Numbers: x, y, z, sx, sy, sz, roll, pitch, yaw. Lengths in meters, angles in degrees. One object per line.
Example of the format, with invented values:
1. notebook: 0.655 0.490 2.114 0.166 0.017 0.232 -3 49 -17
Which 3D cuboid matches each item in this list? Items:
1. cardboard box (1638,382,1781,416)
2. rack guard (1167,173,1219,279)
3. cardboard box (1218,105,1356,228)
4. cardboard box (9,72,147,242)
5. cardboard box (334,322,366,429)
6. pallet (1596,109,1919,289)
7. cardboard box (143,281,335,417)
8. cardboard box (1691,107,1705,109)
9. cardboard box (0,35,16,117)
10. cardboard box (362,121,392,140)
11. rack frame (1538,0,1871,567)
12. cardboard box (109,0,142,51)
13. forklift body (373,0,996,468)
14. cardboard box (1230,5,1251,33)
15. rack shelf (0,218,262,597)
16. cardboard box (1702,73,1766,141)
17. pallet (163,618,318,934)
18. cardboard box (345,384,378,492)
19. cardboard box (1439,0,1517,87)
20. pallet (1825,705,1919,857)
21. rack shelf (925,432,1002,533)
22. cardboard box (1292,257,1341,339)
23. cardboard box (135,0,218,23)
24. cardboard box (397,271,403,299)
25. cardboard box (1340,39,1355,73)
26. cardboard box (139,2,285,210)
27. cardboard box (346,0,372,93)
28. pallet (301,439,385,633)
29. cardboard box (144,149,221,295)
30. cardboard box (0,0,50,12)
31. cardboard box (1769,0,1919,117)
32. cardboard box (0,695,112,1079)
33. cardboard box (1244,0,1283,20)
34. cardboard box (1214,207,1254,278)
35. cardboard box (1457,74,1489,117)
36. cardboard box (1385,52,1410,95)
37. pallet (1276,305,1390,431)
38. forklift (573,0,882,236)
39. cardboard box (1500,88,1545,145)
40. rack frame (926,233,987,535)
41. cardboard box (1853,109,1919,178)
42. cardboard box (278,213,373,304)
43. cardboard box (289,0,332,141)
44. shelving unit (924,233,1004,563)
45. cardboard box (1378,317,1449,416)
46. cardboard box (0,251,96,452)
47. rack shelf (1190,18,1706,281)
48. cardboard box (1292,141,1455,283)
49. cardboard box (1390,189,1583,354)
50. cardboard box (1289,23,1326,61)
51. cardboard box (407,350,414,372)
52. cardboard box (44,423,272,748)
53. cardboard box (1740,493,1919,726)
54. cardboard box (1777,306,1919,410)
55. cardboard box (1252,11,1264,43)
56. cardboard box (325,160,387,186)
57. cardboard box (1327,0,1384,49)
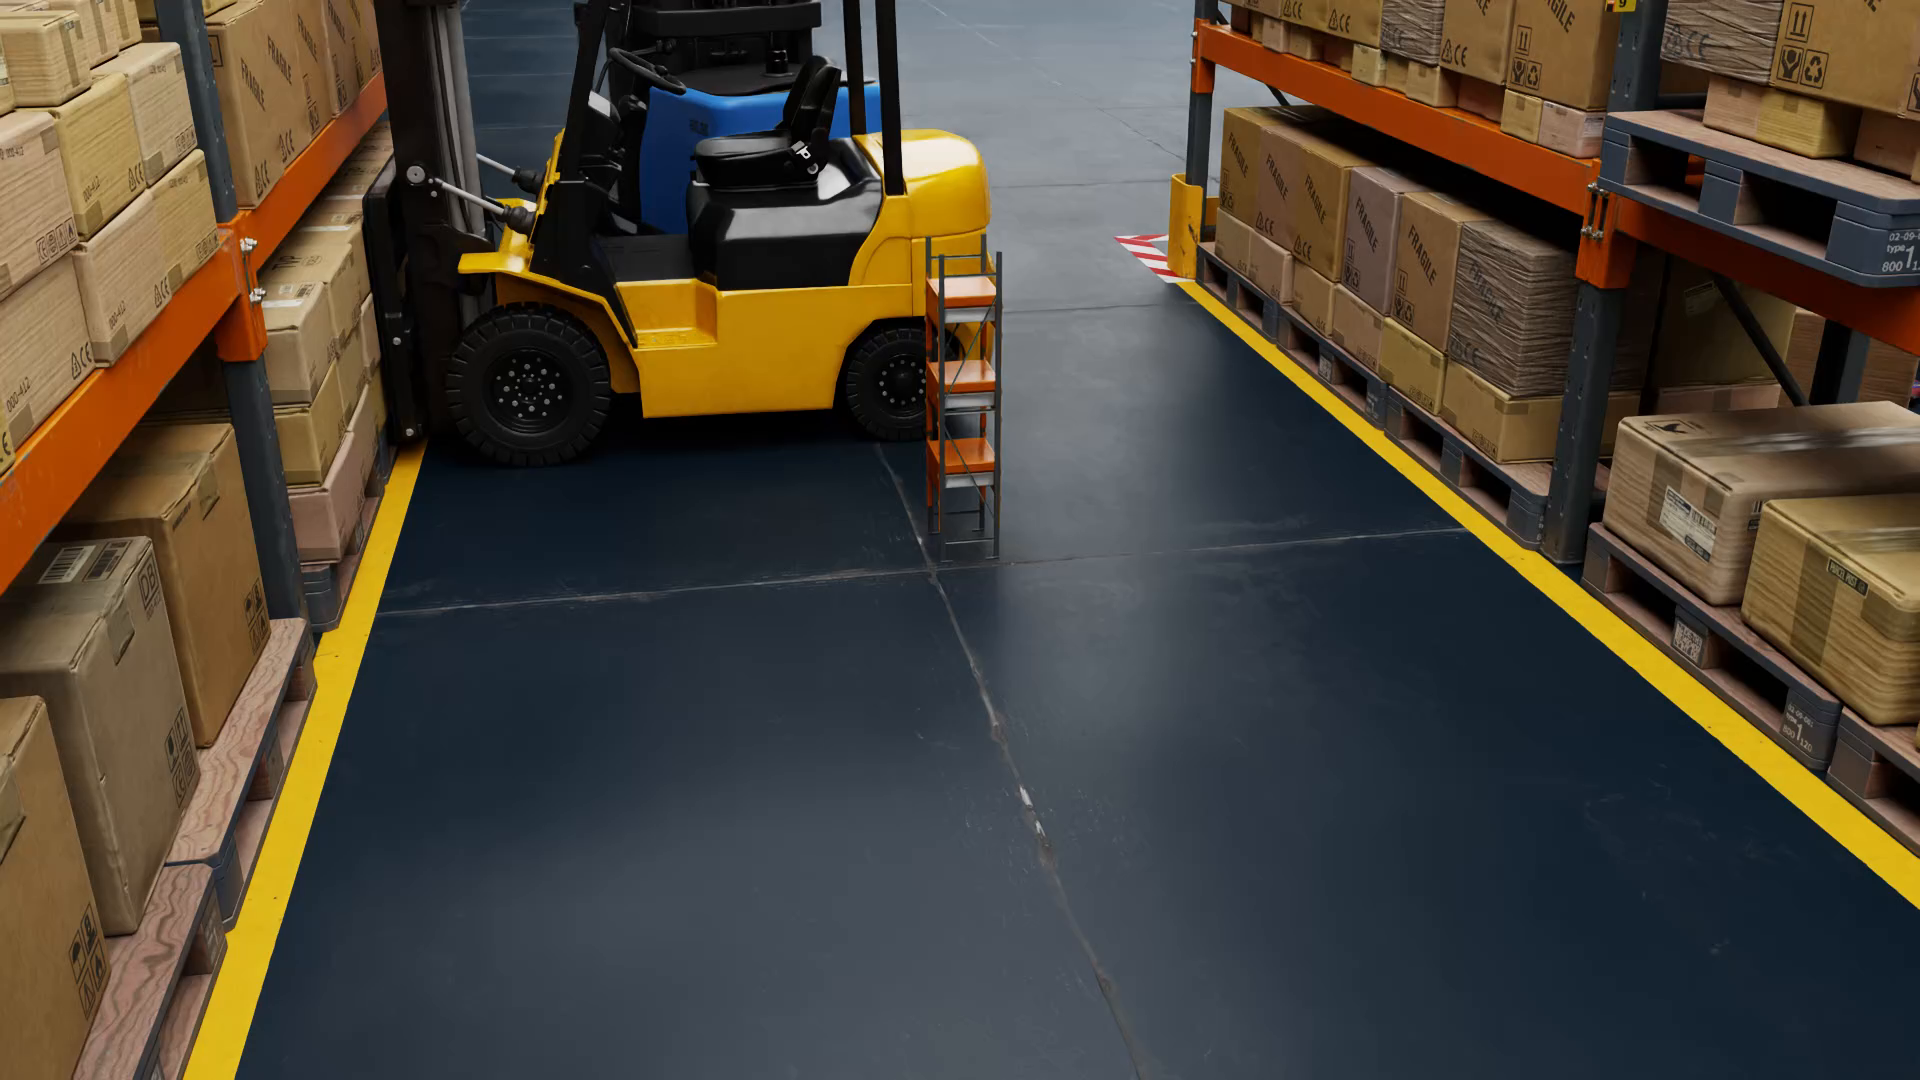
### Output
1. cardboard box: 2.626 -0.529 6.125 0.500 0.250 0.500 -5 24 -12
2. rack guard: 1.744 -1.743 9.116 1.175 0.500 0.348 -4 24 -10
3. cardboard box: 1.612 -1.847 8.206 0.500 0.500 0.500 -5 24 -12
4. cardboard box: -1.964 -0.760 3.306 0.500 0.250 0.500 -5 24 -11
5. cardboard box: -2.289 -0.549 5.545 0.500 0.250 0.500 -4 24 -10
6. pallet: 2.468 -0.946 4.407 1.003 0.211 1.213 -4 24 -10
7. cardboard box: -2.189 -0.580 4.992 0.500 0.250 0.500 -5 24 -11
8. cardboard box: 2.629 -1.473 5.689 0.380 0.149 0.250 -4 24 -8
9. cardboard box: -1.902 -0.800 2.898 0.380 0.149 0.250 -5 24 -11
10. cardboard box: -2.756 -1.782 7.744 0.500 0.250 0.500 -4 24 -8
11. rack frame: 2.470 -1.345 5.082 1.000 3.000 0.127 -4 24 -10
12. cardboard box: -2.126 -1.201 3.817 0.380 0.149 0.250 -3 24 -8
13. forklift body: -1.004 -1.550 6.611 2.313 2.155 1.214 -4 24 -10
14. cardboard box: 1.589 -2.654 8.393 0.380 0.149 0.250 -4 24 -10
15. rack shelf: -2.038 0.140 2.580 1.077 0.370 4.000 -4 24 -10
16. cardboard box: 2.261 -1.182 4.497 0.380 0.149 0.250 -4 24 -9
17. pallet: -2.233 0.589 4.138 1.003 0.211 1.213 -4 24 -10
18. cardboard box: -2.281 -0.322 5.650 0.500 0.250 0.500 -5 24 -11
19. cardboard box: 2.041 -1.885 5.823 0.500 0.500 0.500 -4 24 -8
20. pallet: 2.844 0.720 3.838 1.003 0.211 1.213 -4 24 -10
21. rack shelf: 0.010 -0.196 5.607 0.215 0.259 0.240 -4 24 -10
22. cardboard box: 1.808 -1.098 7.427 0.500 0.250 0.500 -3 24 -6
23. cardboard box: -2.208 -1.464 4.419 0.380 0.149 0.250 -5 24 -11
24. cardboard box: -2.463 -0.946 6.454 0.500 0.250 0.500 -4 24 -10
25. cardboard box: 1.829 -2.038 6.982 0.380 0.149 0.250 -5 24 -11
26. cardboard box: -2.233 -1.216 4.661 0.500 0.500 0.500 -5 24 -11
27. cardboard box: -2.616 -2.015 6.491 0.500 0.500 0.500 -5 24 -11
28. pallet: -2.514 -0.014 5.519 1.003 0.211 1.213 -4 24 -10
29. cardboard box: -2.058 -0.729 3.858 0.500 0.250 0.500 -4 24 -9
30. cardboard box: -2.067 -1.001 3.359 0.380 0.149 0.250 -4 24 -10
31. cardboard box: 2.368 -1.317 3.996 0.500 0.500 0.500 -4 24 -10
32. cardboard box: -2.023 0.725 2.784 0.875 0.625 0.625 -5 24 -12
33. cardboard box: 1.644 -2.690 7.665 0.500 0.500 0.500 -4 24 -8
34. cardboard box: 1.607 -1.513 8.377 0.500 0.250 0.500 -5 24 -10
35. cardboard box: 2.054 -1.639 6.068 0.380 0.149 0.250 -5 24 -10
36. cardboard box: 1.902 -1.836 6.520 0.380 0.149 0.250 -5 24 -11
37. pallet: 2.082 -0.810 7.340 1.003 0.211 1.213 -4 24 -10
38. forklift: -1.507 -3.027 9.018 1.130 2.935 3.031 -14 27 -29
39. cardboard box: 2.058 -1.431 5.593 0.380 0.149 0.250 -4 24 -9
40. rack frame: -0.013 -0.508 5.602 0.200 1.050 0.008 -4 24 -10
41. cardboard box: 2.426 -0.977 4.028 0.380 0.149 0.250 -3 24 -6
42. cardboard box: -2.377 -0.977 5.901 0.500 0.250 0.500 -3 24 -8
43. cardboard box: -2.441 -1.619 5.583 0.500 0.500 0.500 -5 24 -10
44. shelving unit: 0.010 -0.460 5.492 0.215 1.050 0.252 -4 24 -10
45. cardboard box: 1.988 -0.699 6.513 0.500 0.250 0.500 -5 24 -11
46. cardboard box: -1.897 -0.334 2.954 0.500 0.250 0.500 -4 24 -9
47. rack shelf: 2.100 -1.802 7.027 1.077 0.370 4.000 -4 24 -10
48. cardboard box: 1.798 -1.444 7.282 0.500 0.500 0.500 -4 24 -9
49. cardboard box: 2.001 -1.034 6.343 0.500 0.500 0.500 -4 24 -9
50. cardboard box: 1.702 -2.243 7.452 0.380 0.149 0.250 -4 24 -8
51. cardboard box: -2.466 -0.724 6.571 0.500 0.250 0.500 -4 24 -8
52. cardboard box: -2.300 0.124 4.161 0.875 0.625 0.625 -3 24 -7
53. cardboard box: 2.705 0.155 4.405 0.950 0.372 0.625 -3 24 -6
54. cardboard box: 3.609 -0.723 6.777 0.500 0.500 0.500 13 27 27
55. cardboard box: 1.619 -2.446 7.916 0.380 0.149 0.250 -5 24 -11
56. cardboard box: -2.552 -1.384 6.832 0.500 0.250 0.500 -4 24 -9
57. cardboard box: 1.841 -2.290 6.750 0.500 0.500 0.500 -5 24 -11
